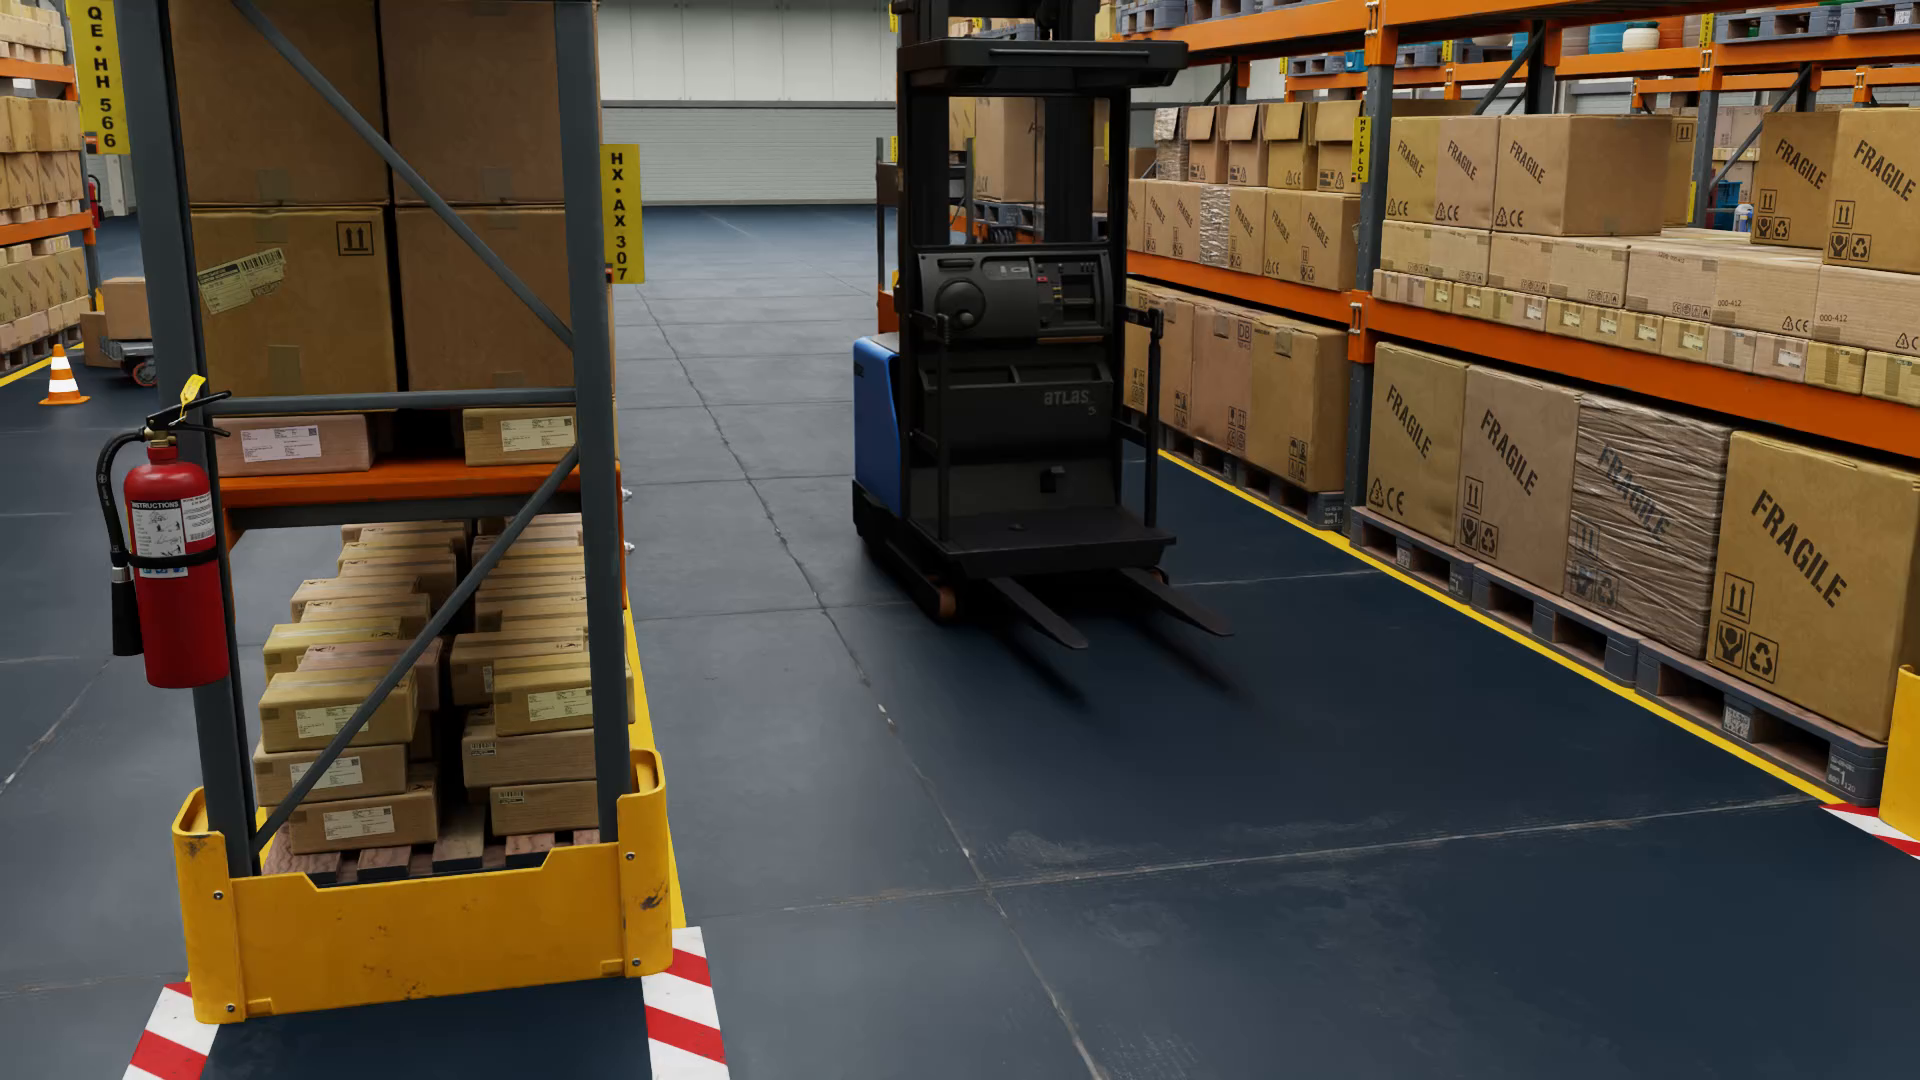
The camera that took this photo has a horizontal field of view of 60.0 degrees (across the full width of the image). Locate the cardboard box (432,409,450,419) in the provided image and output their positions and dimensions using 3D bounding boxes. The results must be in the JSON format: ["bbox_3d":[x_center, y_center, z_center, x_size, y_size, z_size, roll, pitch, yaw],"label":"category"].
[{"bbox_3d":[-1.396,-0.467,5.046,0.380,0.149,0.250,-3,14,-11],"label":"cardboard box"}]

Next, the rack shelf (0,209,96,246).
[{"bbox_3d":[-9.409,-2.903,16.005,1.077,0.370,4.000,-3,14,-13],"label":"rack shelf"}]

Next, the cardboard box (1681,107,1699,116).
[{"bbox_3d":[9.623,-5.255,21.171,0.700,0.500,0.500,-4,14,-15],"label":"cardboard box"}]

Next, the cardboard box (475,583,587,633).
[{"bbox_3d":[-1.381,0.255,5.430,0.380,0.149,0.250,-4,14,-16],"label":"cardboard box"}]

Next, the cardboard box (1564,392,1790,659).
[{"bbox_3d":[3.070,-0.100,6.609,0.875,0.875,0.875,-3,14,-13],"label":"cardboard box"}]

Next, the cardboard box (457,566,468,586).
[{"bbox_3d":[-2.157,0.128,6.579,0.380,0.149,0.250,-3,14,-11],"label":"cardboard box"}]

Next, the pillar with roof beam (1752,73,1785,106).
[{"bbox_3d":[9.610,-9.040,26.967,9.100,9.000,0.400,-3,14,-13],"label":"pillar with roof beam"}]

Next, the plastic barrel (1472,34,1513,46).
[{"bbox_3d":[5.598,-5.445,17.454,0.421,0.512,0.421,0,14,0],"label":"plastic barrel"}]

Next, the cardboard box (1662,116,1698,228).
[{"bbox_3d":[3.054,-1.727,7.784,0.500,0.500,0.500,-3,14,-13],"label":"cardboard box"}]

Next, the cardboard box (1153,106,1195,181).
[{"bbox_3d":[1.789,-2.787,11.690,0.797,0.503,0.637,-3,14,-11],"label":"cardboard box"}]

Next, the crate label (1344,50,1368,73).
[{"bbox_3d":[4.687,-5.477,19.018,0.502,0.251,0.408,-3,14,-13],"label":"crate label"}]

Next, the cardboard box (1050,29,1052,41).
[{"bbox_3d":[1.038,-4.131,13.510,0.500,0.250,0.500,-3,14,-12],"label":"cardboard box"}]

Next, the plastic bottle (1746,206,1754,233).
[{"bbox_3d":[6.235,-2.488,13.062,0.097,0.271,0.097,0,14,0],"label":"plastic bottle"}]

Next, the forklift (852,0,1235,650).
[{"bbox_3d":[0.325,-1.132,7.518,1.129,2.867,3.031,-4,14,-16],"label":"forklift"}]

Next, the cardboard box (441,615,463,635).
[{"bbox_3d":[-2.019,0.391,6.127,0.380,0.149,0.250,-3,14,-12],"label":"cardboard box"}]

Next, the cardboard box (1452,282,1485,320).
[{"bbox_3d":[2.506,-1.107,7.668,0.380,0.149,0.250,-4,14,-15],"label":"cardboard box"}]

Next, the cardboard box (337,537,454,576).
[{"bbox_3d":[-2.051,0.100,6.066,0.380,0.149,0.250,-3,14,-13],"label":"cardboard box"}]

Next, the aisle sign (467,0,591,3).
[{"bbox_3d":[-1.024,-1.585,3.616,0.394,0.787,0.004,-3,14,-13],"label":"aisle sign"}]

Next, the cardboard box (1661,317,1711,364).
[{"bbox_3d":[2.867,-0.752,6.216,0.380,0.149,0.250,-4,14,-14],"label":"cardboard box"}]

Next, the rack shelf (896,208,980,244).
[{"bbox_3d":[0.224,-3.455,18.266,1.077,0.370,4.000,-3,14,-13],"label":"rack shelf"}]

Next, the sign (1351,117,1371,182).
[{"bbox_3d":[2.047,-1.989,8.477,0.100,0.325,0.005,-3,14,-13],"label":"sign"}]

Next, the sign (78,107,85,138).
[{"bbox_3d":[-9.335,-4.456,17.741,0.100,0.325,0.005,-3,14,-13],"label":"sign"}]

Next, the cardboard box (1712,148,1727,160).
[{"bbox_3d":[9.571,-4.782,20.601,0.380,0.149,0.250,-3,14,-14],"label":"cardboard box"}]

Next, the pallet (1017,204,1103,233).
[{"bbox_3d":[1.128,-2.782,14.398,1.003,0.211,1.213,-3,14,-13],"label":"pallet"}]

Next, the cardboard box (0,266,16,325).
[{"bbox_3d":[-8.815,-2.175,14.837,0.500,0.500,0.500,-3,14,-11],"label":"cardboard box"}]

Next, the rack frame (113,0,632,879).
[{"bbox_3d":[-1.333,-0.322,3.925,1.000,3.000,0.127,-3,14,-13],"label":"rack frame"}]

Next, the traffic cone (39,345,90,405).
[{"bbox_3d":[-7.287,-1.351,13.481,0.336,0.463,0.334,-3,14,-13],"label":"traffic cone"}]

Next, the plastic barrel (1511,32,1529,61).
[{"bbox_3d":[5.838,-5.215,16.576,0.600,0.901,0.708,-3,14,-13],"label":"plastic barrel"}]

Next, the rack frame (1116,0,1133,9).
[{"bbox_3d":[1.633,-5.335,11.803,1.000,3.000,0.127,-3,14,-13],"label":"rack frame"}]

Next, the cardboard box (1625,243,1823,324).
[{"bbox_3d":[2.902,-0.978,6.300,0.500,0.250,0.500,-4,14,-15],"label":"cardboard box"}]

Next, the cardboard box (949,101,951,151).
[{"bbox_3d":[0.085,-4.341,17.433,0.500,0.500,0.500,-3,14,-13],"label":"cardboard box"}]

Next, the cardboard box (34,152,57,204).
[{"bbox_3d":[-9.256,-3.566,16.364,0.500,0.500,0.500,-3,14,-13],"label":"cardboard box"}]

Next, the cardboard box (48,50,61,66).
[{"bbox_3d":[-9.433,-4.927,16.981,0.380,0.149,0.250,-3,14,-13],"label":"cardboard box"}]

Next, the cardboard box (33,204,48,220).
[{"bbox_3d":[-9.215,-3.226,16.342,0.380,0.149,0.250,-3,14,-14],"label":"cardboard box"}]

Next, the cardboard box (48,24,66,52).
[{"bbox_3d":[-9.497,-5.140,17.013,0.500,0.250,0.500,-3,14,-14],"label":"cardboard box"}]

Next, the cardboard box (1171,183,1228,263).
[{"bbox_3d":[1.730,-2.105,11.013,0.500,0.500,0.500,-4,14,-14],"label":"cardboard box"}]

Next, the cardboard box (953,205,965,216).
[{"bbox_3d":[0.140,-3.425,17.156,0.380,0.149,0.250,-3,14,-13],"label":"cardboard box"}]

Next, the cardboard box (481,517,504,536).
[{"bbox_3d":[-1.787,-0.107,6.915,0.380,0.149,0.250,-3,14,-11],"label":"cardboard box"}]

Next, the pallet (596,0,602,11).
[{"bbox_3d":[-2.561,-2.998,8.954,1.213,0.211,1.003,-3,14,-13],"label":"pallet"}]

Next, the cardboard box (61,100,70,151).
[{"bbox_3d":[-9.435,-4.170,16.730,0.700,0.500,0.500,-3,14,-13],"label":"cardboard box"}]

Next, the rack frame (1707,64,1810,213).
[{"bbox_3d":[6.444,-2.697,13.644,0.949,2.616,0.053,-3,14,-13],"label":"rack frame"}]

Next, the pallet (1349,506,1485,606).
[{"bbox_3d":[2.675,0.036,8.333,1.003,0.211,1.213,-3,14,-13],"label":"pallet"}]

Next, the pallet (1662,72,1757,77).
[{"bbox_3d":[9.525,-6.067,21.307,1.003,0.211,1.213,-3,14,-13],"label":"pallet"}]

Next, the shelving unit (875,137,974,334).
[{"bbox_3d":[-0.199,-1.163,9.262,0.431,2.100,0.503,-4,14,-16],"label":"shelving unit"}]

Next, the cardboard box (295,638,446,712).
[{"bbox_3d":[-2.027,-1.153,5.625,0.500,2.792,2.619,-3,14,-13],"label":"cardboard box"}]

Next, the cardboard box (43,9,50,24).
[{"bbox_3d":[-9.489,-5.313,16.883,0.380,0.149,0.250,-3,14,-12],"label":"cardboard box"}]

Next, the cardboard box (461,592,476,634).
[{"bbox_3d":[-1.573,0.280,5.956,0.380,0.149,0.250,-3,14,-10],"label":"cardboard box"}]

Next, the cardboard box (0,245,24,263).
[{"bbox_3d":[-8.909,-2.641,15.377,0.380,0.149,0.250,-3,14,-11],"label":"cardboard box"}]

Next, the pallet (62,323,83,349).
[{"bbox_3d":[-9.704,-2.152,17.292,1.003,0.211,1.213,-3,14,-13],"label":"pallet"}]
